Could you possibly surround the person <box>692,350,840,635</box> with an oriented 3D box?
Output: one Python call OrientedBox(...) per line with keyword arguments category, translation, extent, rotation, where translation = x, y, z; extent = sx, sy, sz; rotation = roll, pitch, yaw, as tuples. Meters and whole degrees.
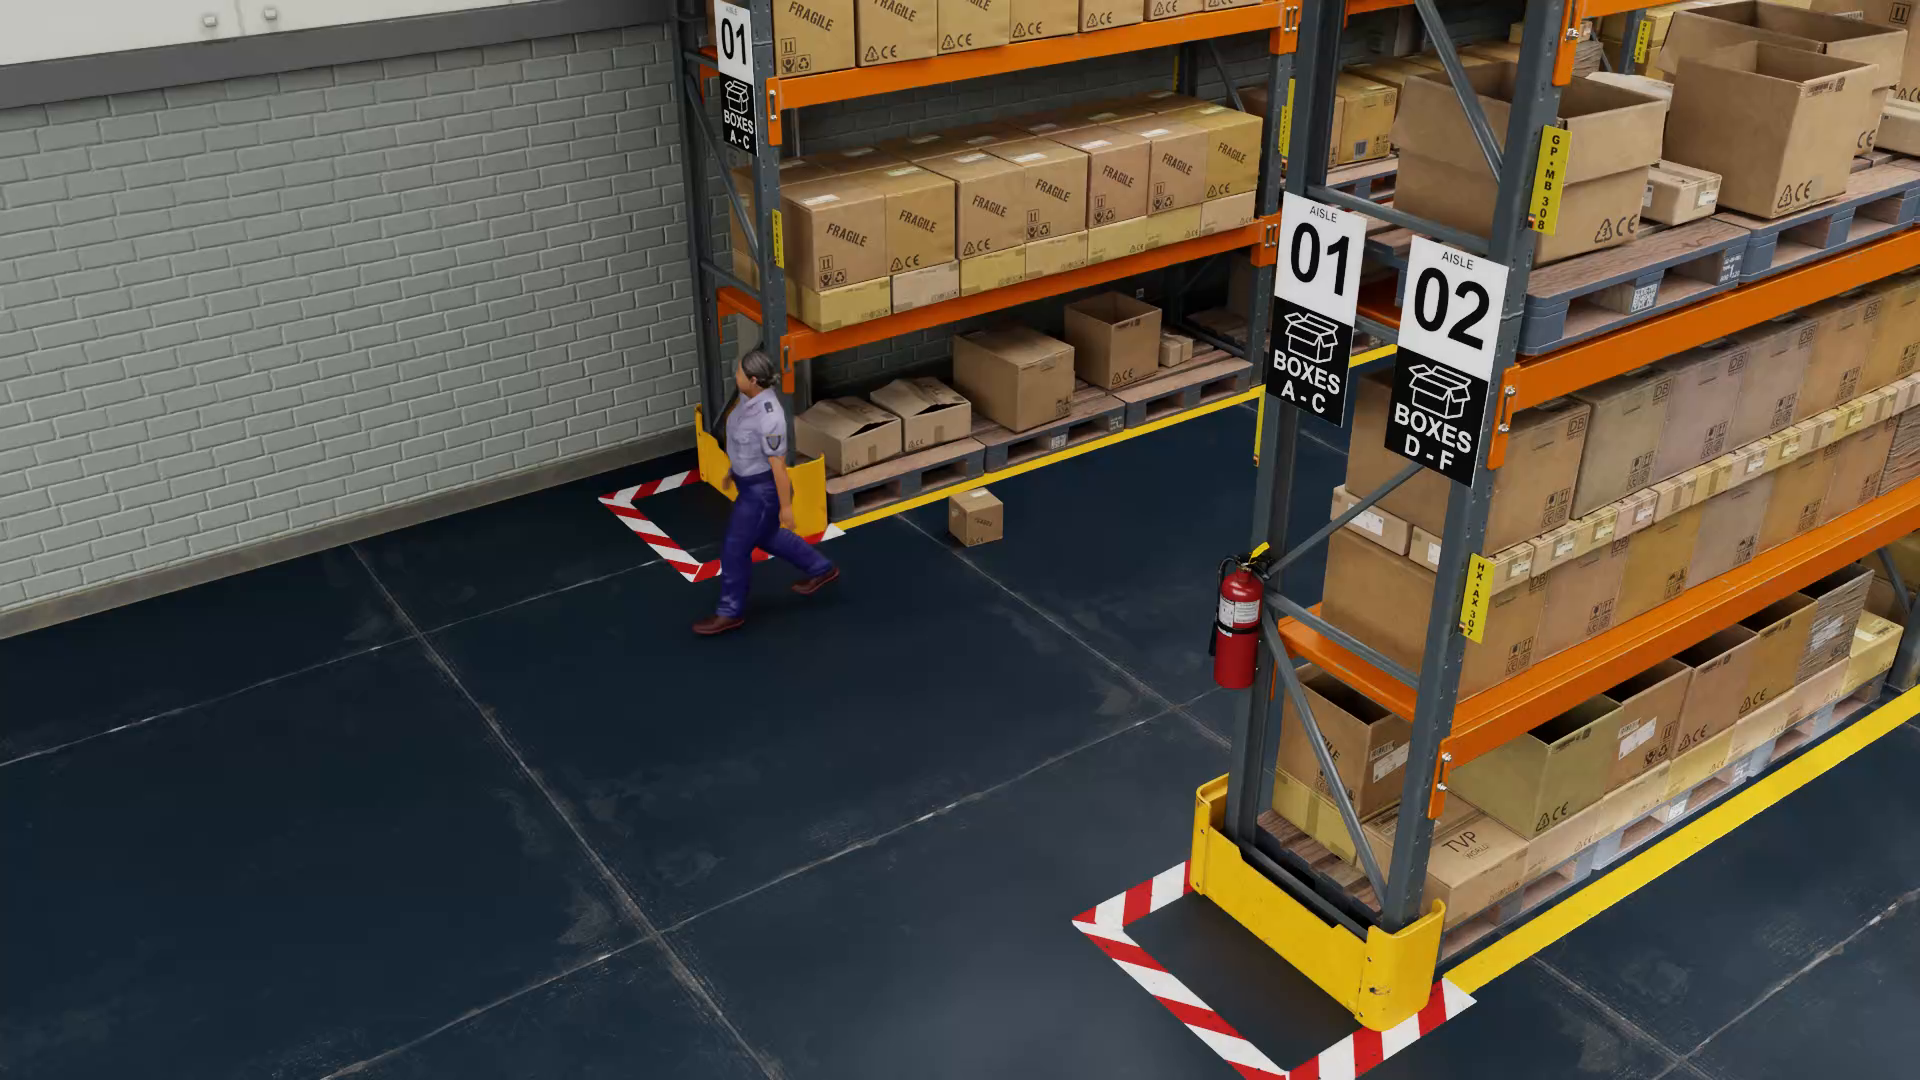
OrientedBox(category="person", translation=(-1.104, -0.291, 9.151), extent=(0.899, 1.608, 0.529), rotation=(-9, 30, -15))
